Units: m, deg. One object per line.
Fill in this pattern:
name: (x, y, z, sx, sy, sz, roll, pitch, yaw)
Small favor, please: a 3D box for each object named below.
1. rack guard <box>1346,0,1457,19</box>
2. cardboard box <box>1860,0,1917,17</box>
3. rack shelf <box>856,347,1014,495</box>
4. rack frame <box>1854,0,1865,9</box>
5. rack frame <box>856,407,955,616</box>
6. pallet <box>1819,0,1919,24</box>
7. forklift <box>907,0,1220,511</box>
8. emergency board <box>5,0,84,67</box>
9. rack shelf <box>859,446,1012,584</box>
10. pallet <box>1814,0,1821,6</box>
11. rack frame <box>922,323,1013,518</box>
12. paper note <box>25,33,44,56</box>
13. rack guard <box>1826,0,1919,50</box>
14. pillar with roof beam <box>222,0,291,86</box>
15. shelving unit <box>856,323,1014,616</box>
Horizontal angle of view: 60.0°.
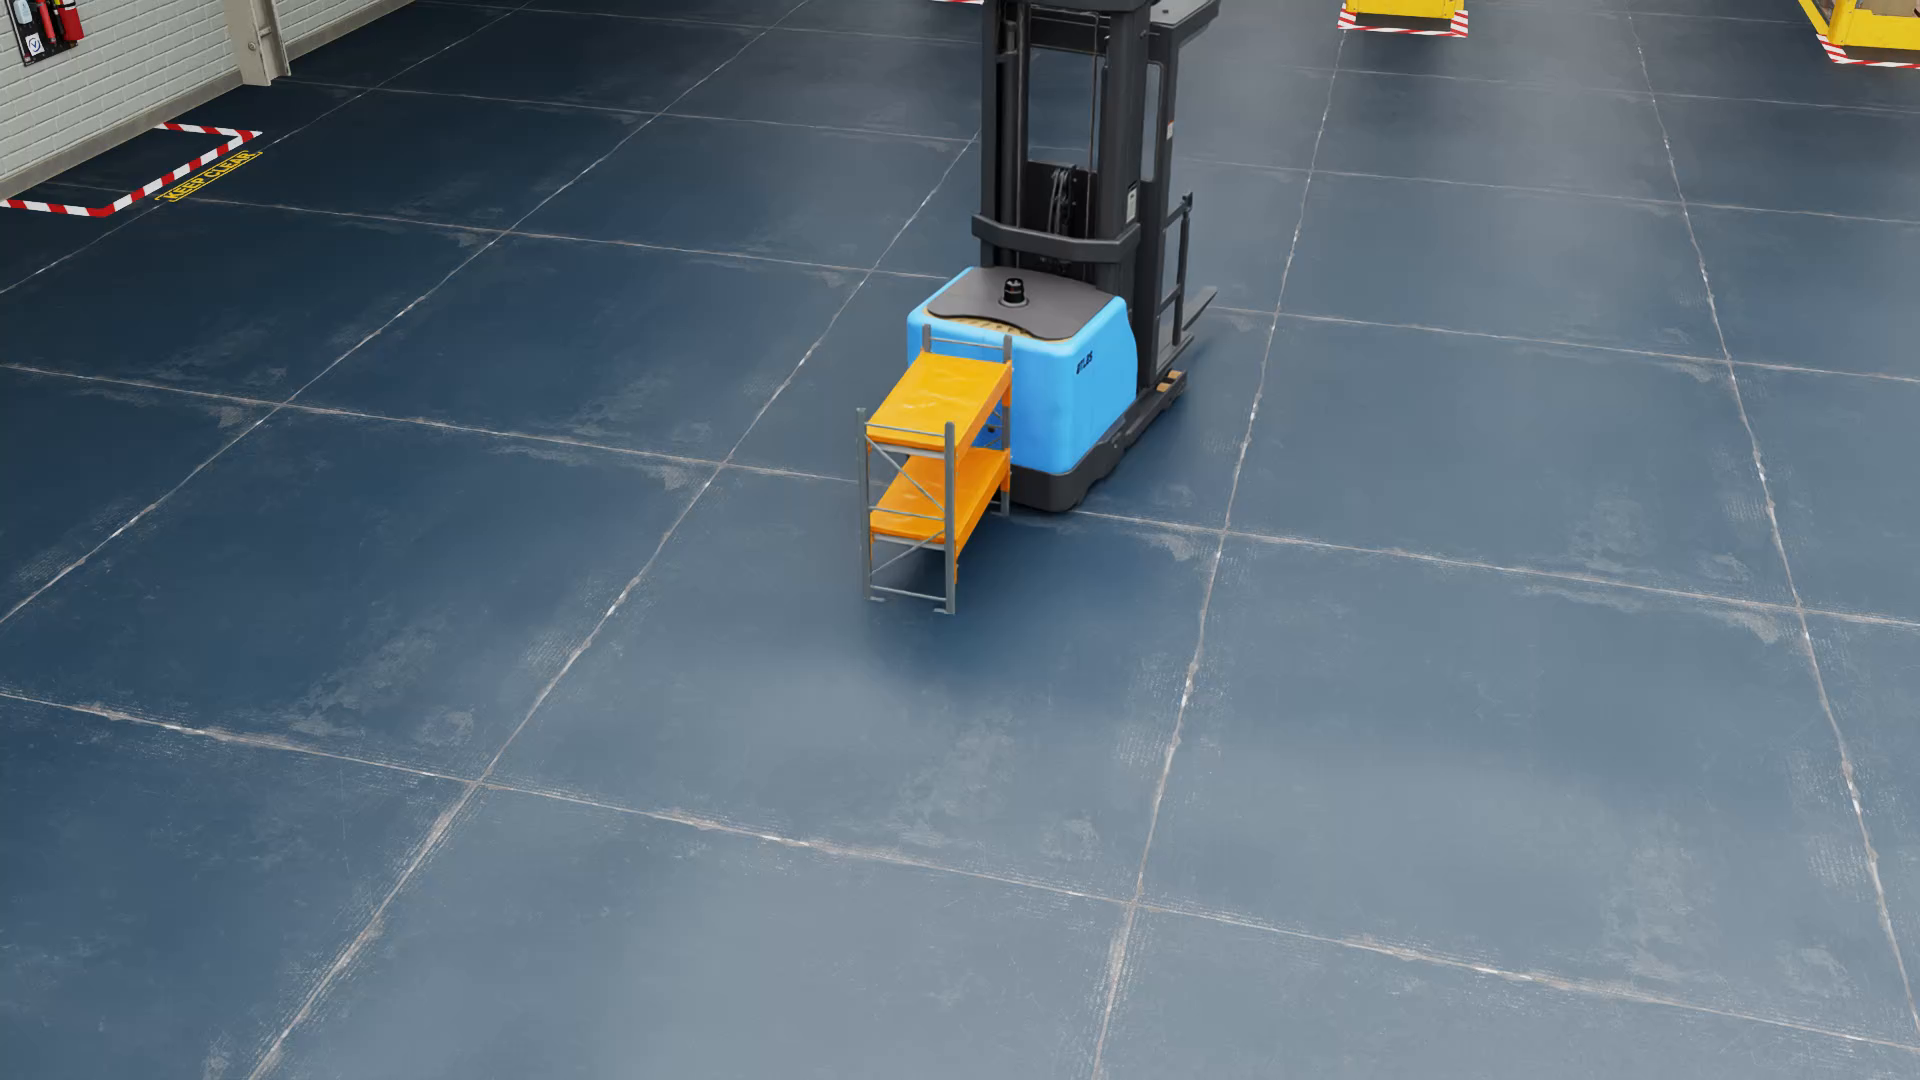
rack guard: (4.893, -6.090, 18.364, 1.175, 0.500, 0.348, 8, 33, 12)
cardboard box: (9.884, -5.869, 17.625, 0.500, 0.500, 0.500, 14, 35, 21)
rack shelf: (-0.115, -0.637, 8.658, 0.538, 0.278, 1.000, 10, 34, 15)
rack frame: (9.710, -6.425, 16.561, 1.000, 3.000, 0.127, 8, 33, 12)
rack frame: (-0.267, -0.130, 8.406, 0.500, 1.125, 0.032, 10, 34, 15)
pallet: (9.969, -5.704, 18.026, 1.003, 0.211, 1.213, 8, 33, 12)
forklift: (0.809, -2.168, 9.928, 1.130, 2.935, 3.031, 15, 36, 23)
emergency board: (-7.510, -4.538, 13.593, 0.194, 1.169, 0.643, 8, 33, 12)
rack shelf: (-0.115, -0.184, 8.946, 0.538, 0.278, 1.000, 10, 34, 15)
pallet: (10.281, -6.336, 19.019, 1.003, 0.211, 1.213, 8, 33, 12)
rack frame: (0.038, -0.650, 9.224, 0.500, 1.125, 0.032, 10, 34, 15)
paper note: (-7.621, -4.084, 13.700, 0.016, 0.148, 0.142, 8, 33, 12)
rack guard: (9.729, -5.410, 17.293, 1.175, 0.500, 0.348, 8, 33, 12)
pillar with roof beam: (-2.681, -7.761, 13.071, 9.100, 9.000, 0.400, 8, 33, 12)
shelving unit: (-0.115, -0.390, 8.815, 0.538, 1.125, 1.048, 10, 34, 15)
